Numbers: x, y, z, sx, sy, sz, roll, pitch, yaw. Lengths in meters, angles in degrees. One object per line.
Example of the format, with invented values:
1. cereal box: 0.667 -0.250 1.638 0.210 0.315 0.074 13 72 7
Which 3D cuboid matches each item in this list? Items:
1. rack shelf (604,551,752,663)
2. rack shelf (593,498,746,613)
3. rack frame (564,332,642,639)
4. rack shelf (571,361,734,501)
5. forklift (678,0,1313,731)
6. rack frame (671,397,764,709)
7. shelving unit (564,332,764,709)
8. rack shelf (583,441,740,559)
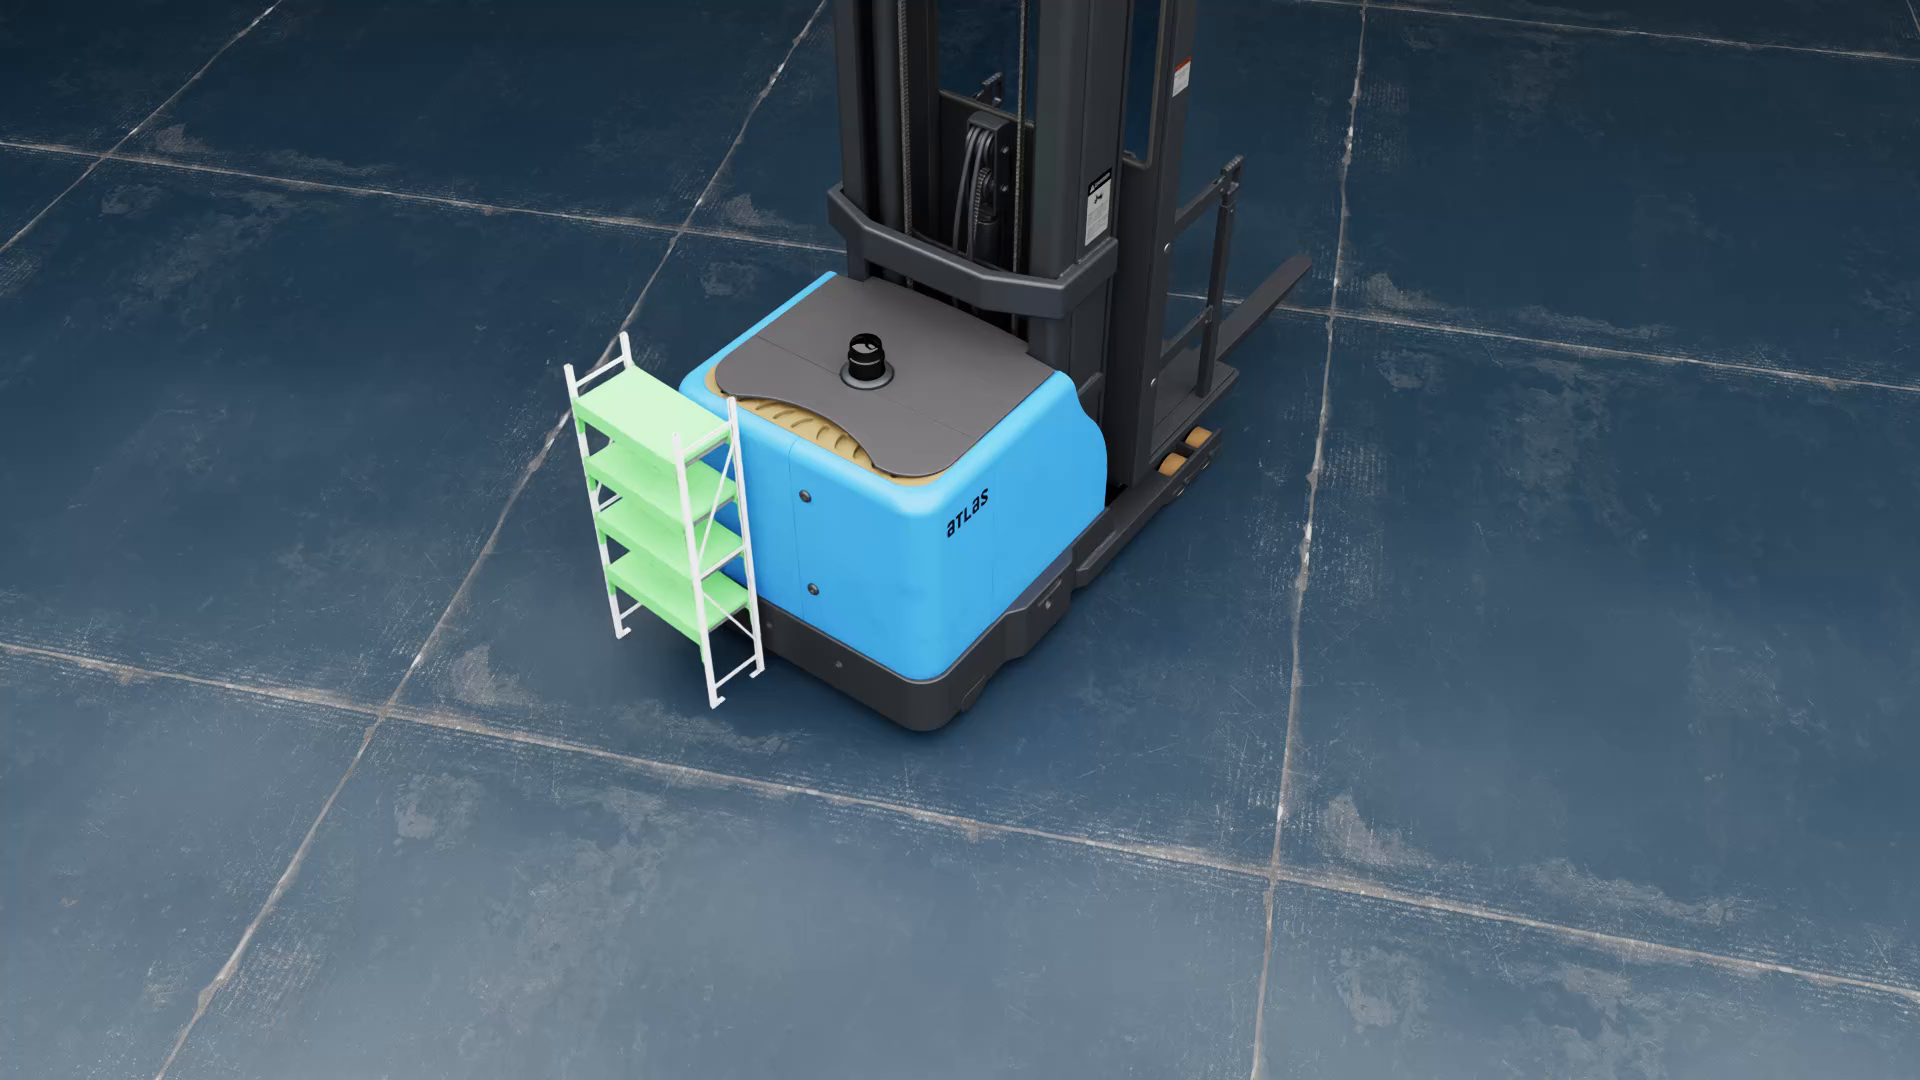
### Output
1. rack shelf: -0.946 0.181 5.632 0.480 0.148 0.258 31 51 28
2. rack shelf: -0.944 0.007 5.467 0.480 0.148 0.258 31 51 28
3. rack frame: -1.127 -0.151 5.539 0.015 1.200 0.240 31 51 28
4. rack shelf: -0.940 -0.342 5.137 0.480 0.148 0.258 31 51 28
5. forklift: 0.367 -1.405 5.596 1.130 2.935 3.031 27 50 25
6. rack frame: -0.760 0.072 5.308 0.015 1.200 0.240 31 51 28
7. shelving unit: -0.943 -0.039 5.423 0.503 1.200 0.258 31 51 28
8. rack shelf: -0.942 -0.167 5.302 0.480 0.148 0.258 31 51 28
